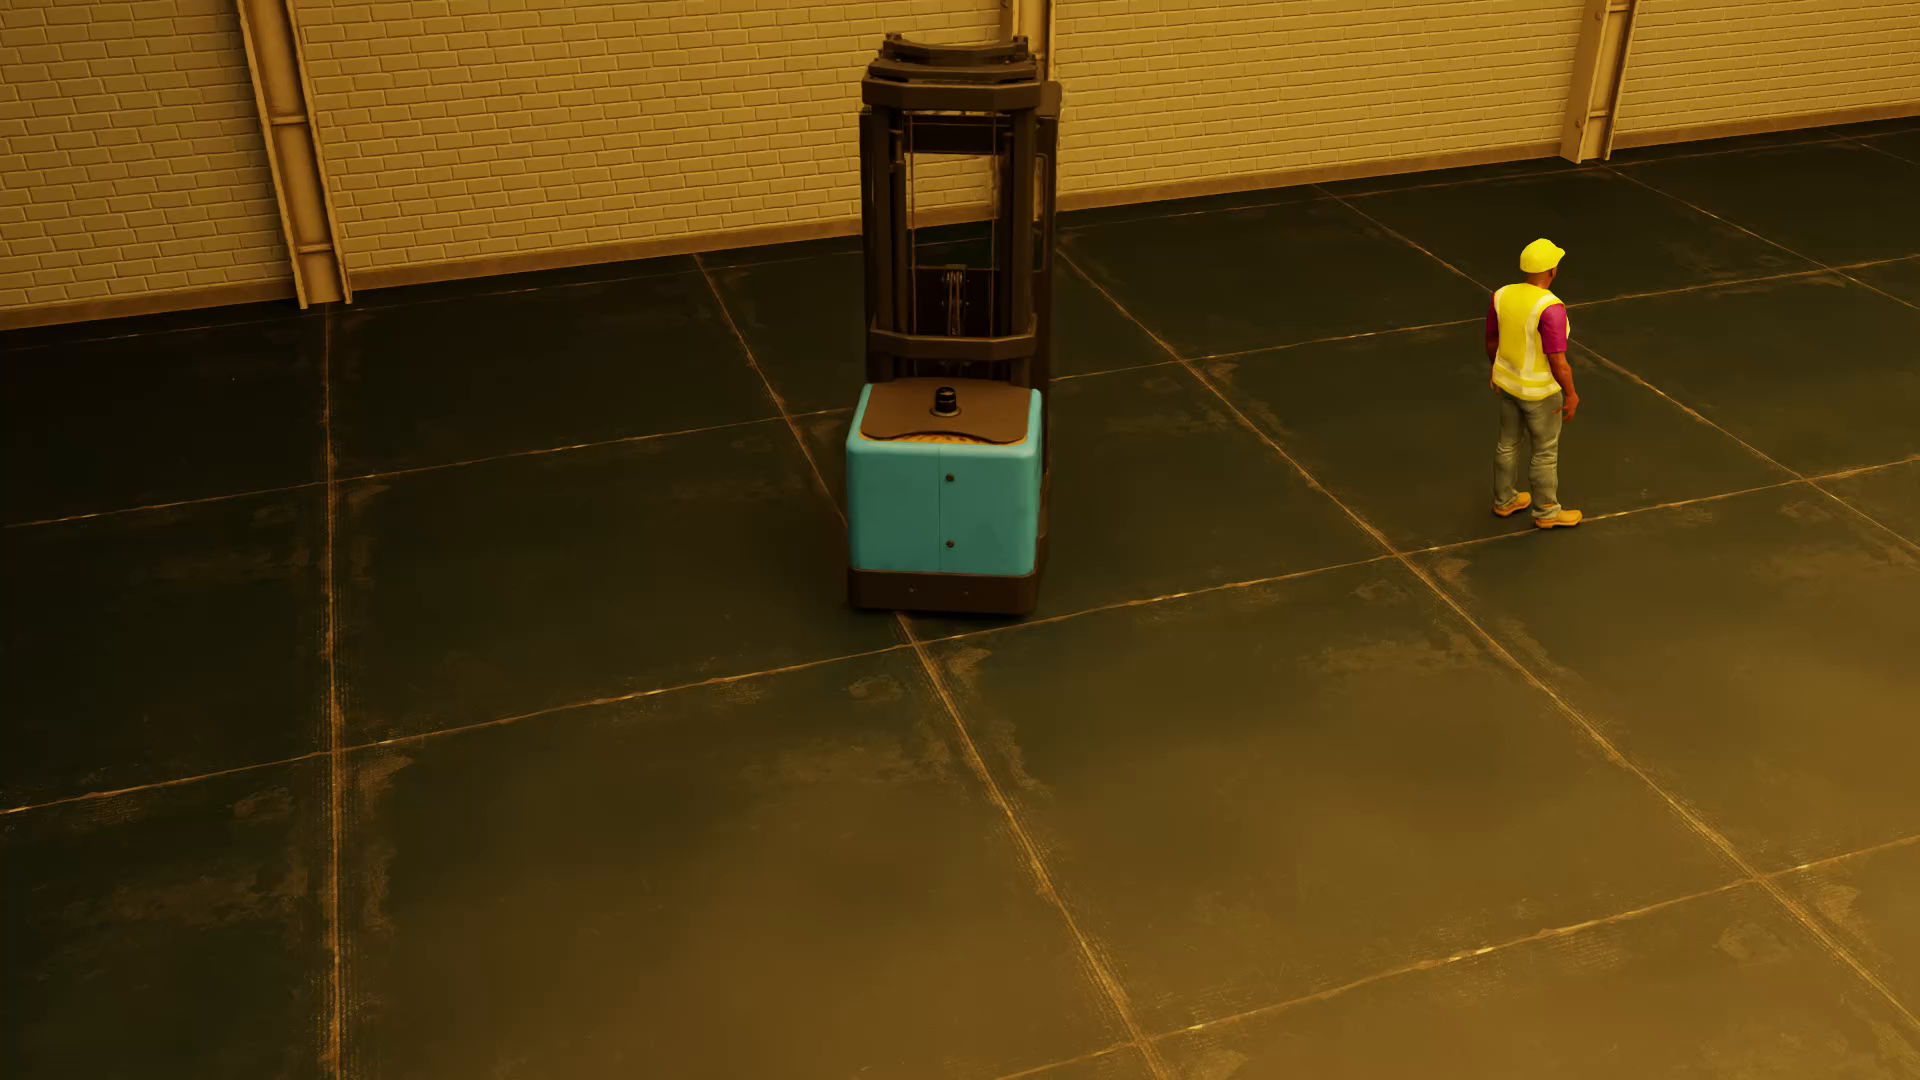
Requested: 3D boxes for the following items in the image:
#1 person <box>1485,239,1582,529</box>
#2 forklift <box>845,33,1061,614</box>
[{"bbox_3d":[3.435,-0.944,9.881,0.578,1.765,0.666,-14,33,-23],"label":"person"},{"bbox_3d":[0.010,-1.567,9.810,1.130,2.935,3.031,2,30,4],"label":"forklift"}]
